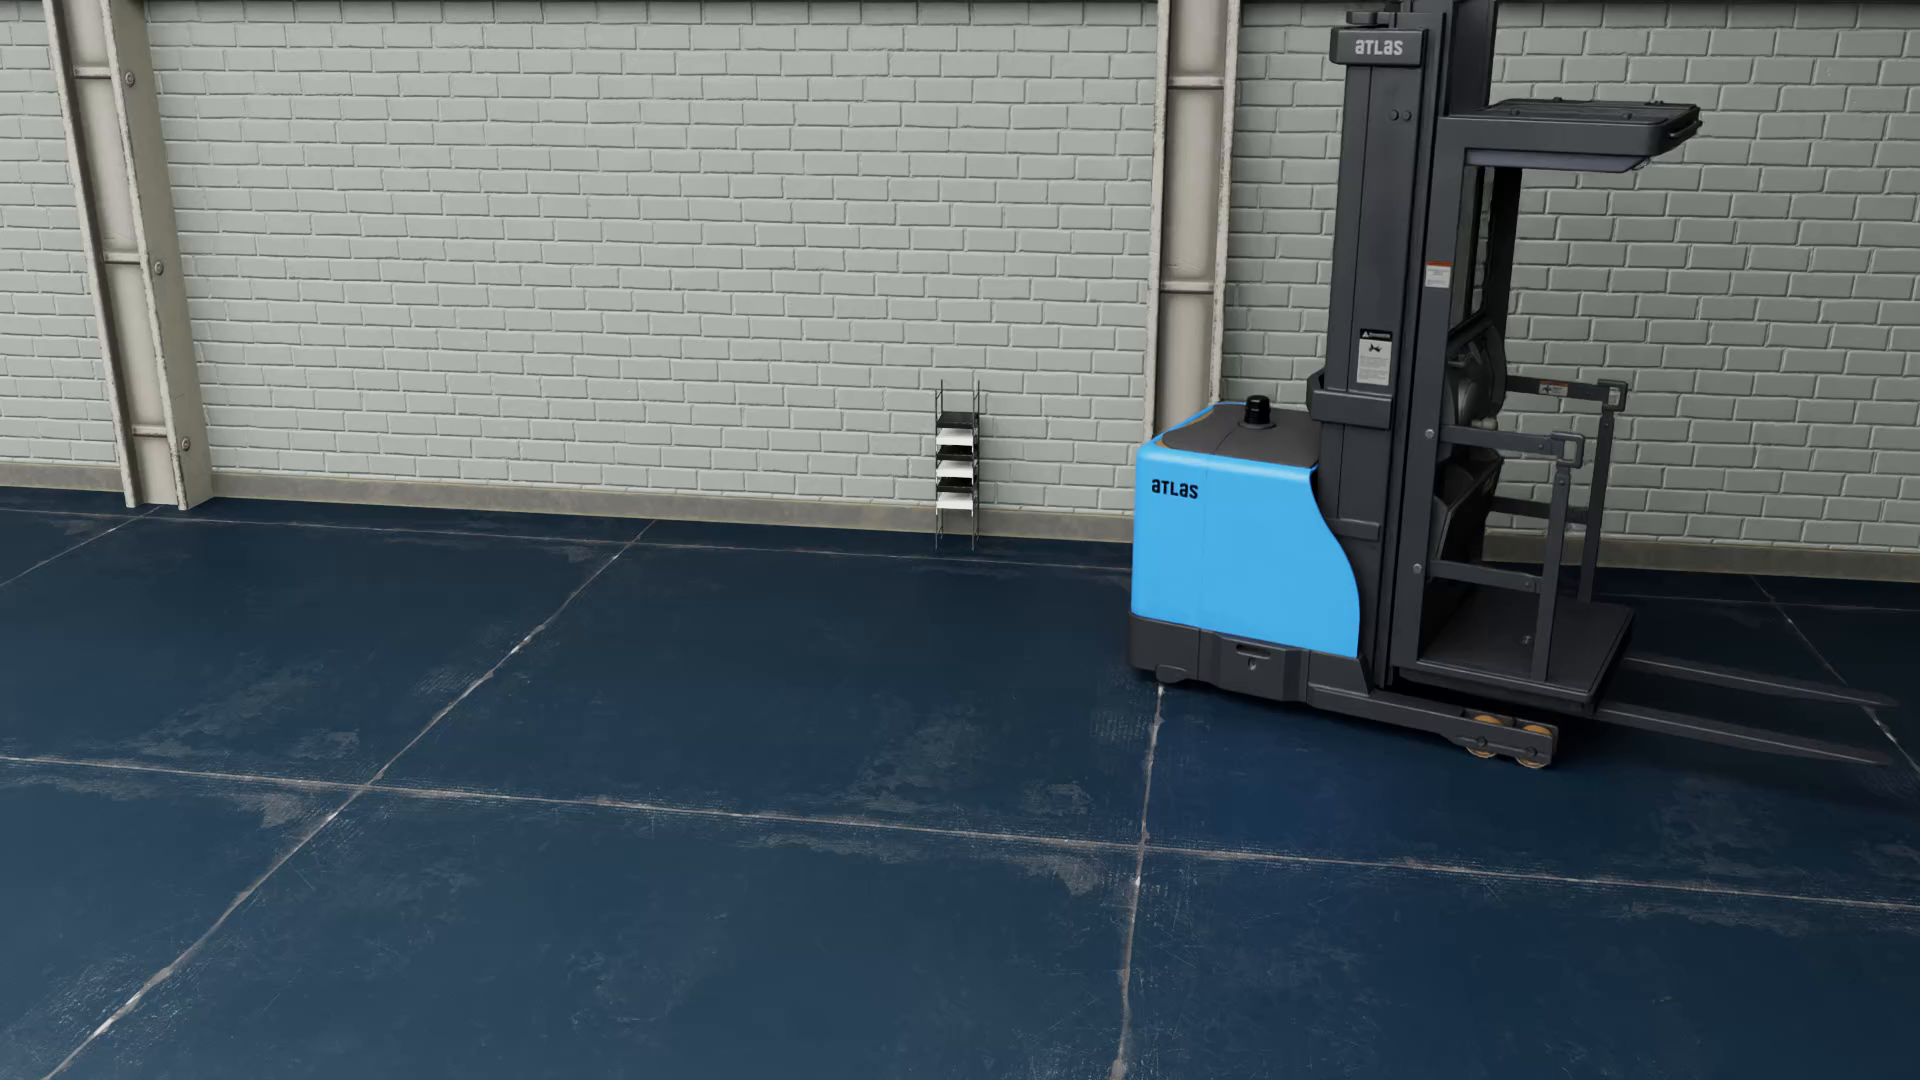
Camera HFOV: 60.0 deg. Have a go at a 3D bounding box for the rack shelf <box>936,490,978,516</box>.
[{"bbox_3d":[-0.013,-0.209,9.183,0.200,0.077,0.258,3,19,7],"label":"rack shelf"}]

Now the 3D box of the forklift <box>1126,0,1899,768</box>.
[{"bbox_3d":[2.282,-0.677,6.707,3.031,2.935,1.130,10,21,28],"label":"forklift"}]

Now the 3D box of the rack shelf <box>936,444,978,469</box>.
[{"bbox_3d":[-0.013,-0.465,9.097,0.200,0.077,0.258,3,19,7],"label":"rack shelf"}]

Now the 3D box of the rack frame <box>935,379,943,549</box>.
[{"bbox_3d":[-0.114,-0.416,9.128,0.006,0.900,0.240,3,19,7],"label":"rack frame"}]

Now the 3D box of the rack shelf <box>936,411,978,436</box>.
[{"bbox_3d":[-0.013,-0.636,9.039,0.200,0.077,0.258,3,19,7],"label":"rack shelf"}]

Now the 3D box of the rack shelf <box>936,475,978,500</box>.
[{"bbox_3d":[-0.013,-0.295,9.154,0.200,0.077,0.258,3,19,7],"label":"rack shelf"}]

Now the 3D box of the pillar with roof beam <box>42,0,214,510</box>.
[{"bbox_3d":[-5.425,-3.154,4.547,0.400,9.000,9.100,3,19,9],"label":"pillar with roof beam"}]

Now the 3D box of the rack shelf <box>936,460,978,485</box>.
[{"bbox_3d":[-0.013,-0.380,9.125,0.200,0.077,0.258,3,19,7],"label":"rack shelf"}]

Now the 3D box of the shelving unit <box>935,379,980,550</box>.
[{"bbox_3d":[-0.013,-0.412,9.115,0.210,0.900,0.258,3,19,7],"label":"shelving unit"}]

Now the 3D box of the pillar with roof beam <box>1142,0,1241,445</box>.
[{"bbox_3d":[0.499,-2.852,3.644,0.400,9.000,9.100,3,19,9],"label":"pillar with roof beam"}]

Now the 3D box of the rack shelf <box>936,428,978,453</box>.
[{"bbox_3d":[-0.013,-0.551,9.068,0.200,0.077,0.258,3,19,7],"label":"rack shelf"}]

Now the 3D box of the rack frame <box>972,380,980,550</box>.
[{"bbox_3d":[0.088,-0.407,9.101,0.006,0.900,0.240,3,19,7],"label":"rack frame"}]
